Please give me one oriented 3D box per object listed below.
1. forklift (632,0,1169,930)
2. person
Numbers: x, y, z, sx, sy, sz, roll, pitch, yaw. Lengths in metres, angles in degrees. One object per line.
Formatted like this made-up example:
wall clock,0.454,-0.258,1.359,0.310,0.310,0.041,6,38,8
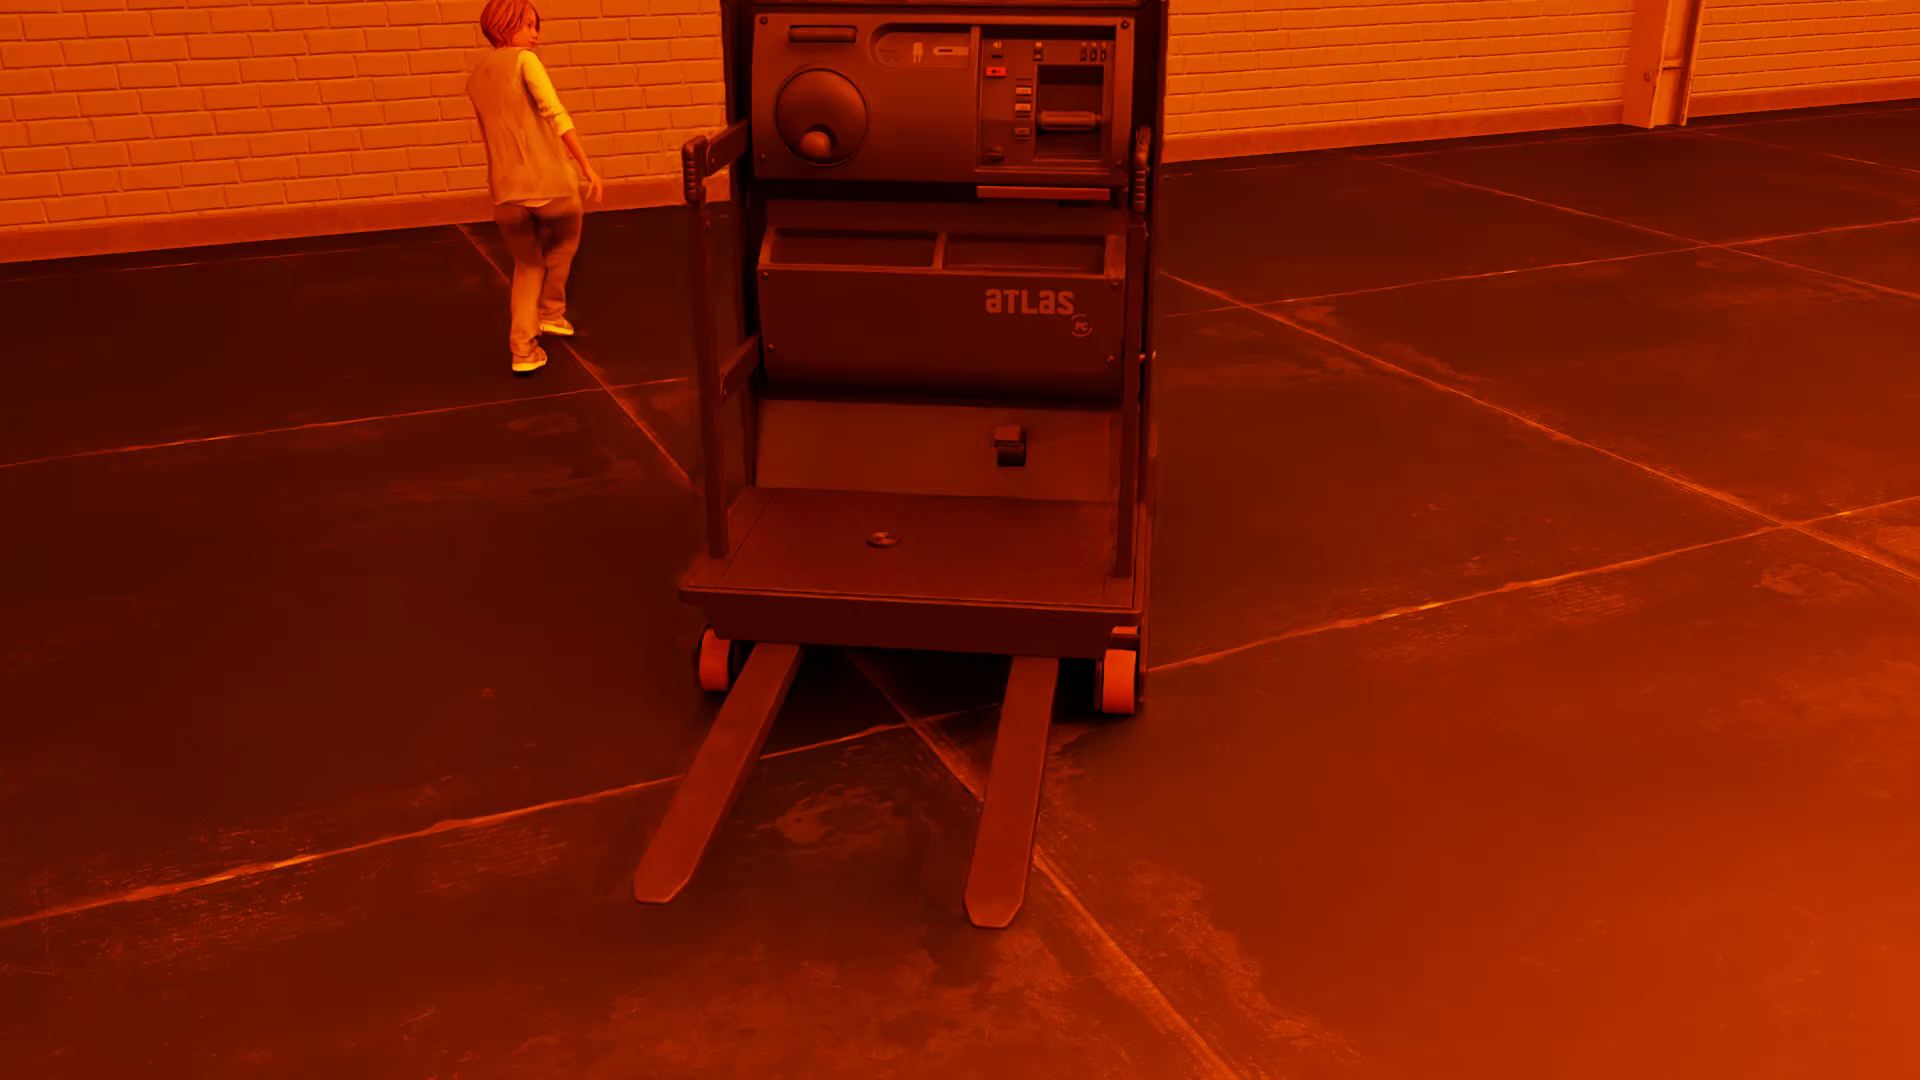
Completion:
forklift,-0.070,-1.064,3.847,1.130,2.935,3.031,3,23,6
person,-1.633,-1.393,6.727,0.637,1.349,0.714,4,23,10
